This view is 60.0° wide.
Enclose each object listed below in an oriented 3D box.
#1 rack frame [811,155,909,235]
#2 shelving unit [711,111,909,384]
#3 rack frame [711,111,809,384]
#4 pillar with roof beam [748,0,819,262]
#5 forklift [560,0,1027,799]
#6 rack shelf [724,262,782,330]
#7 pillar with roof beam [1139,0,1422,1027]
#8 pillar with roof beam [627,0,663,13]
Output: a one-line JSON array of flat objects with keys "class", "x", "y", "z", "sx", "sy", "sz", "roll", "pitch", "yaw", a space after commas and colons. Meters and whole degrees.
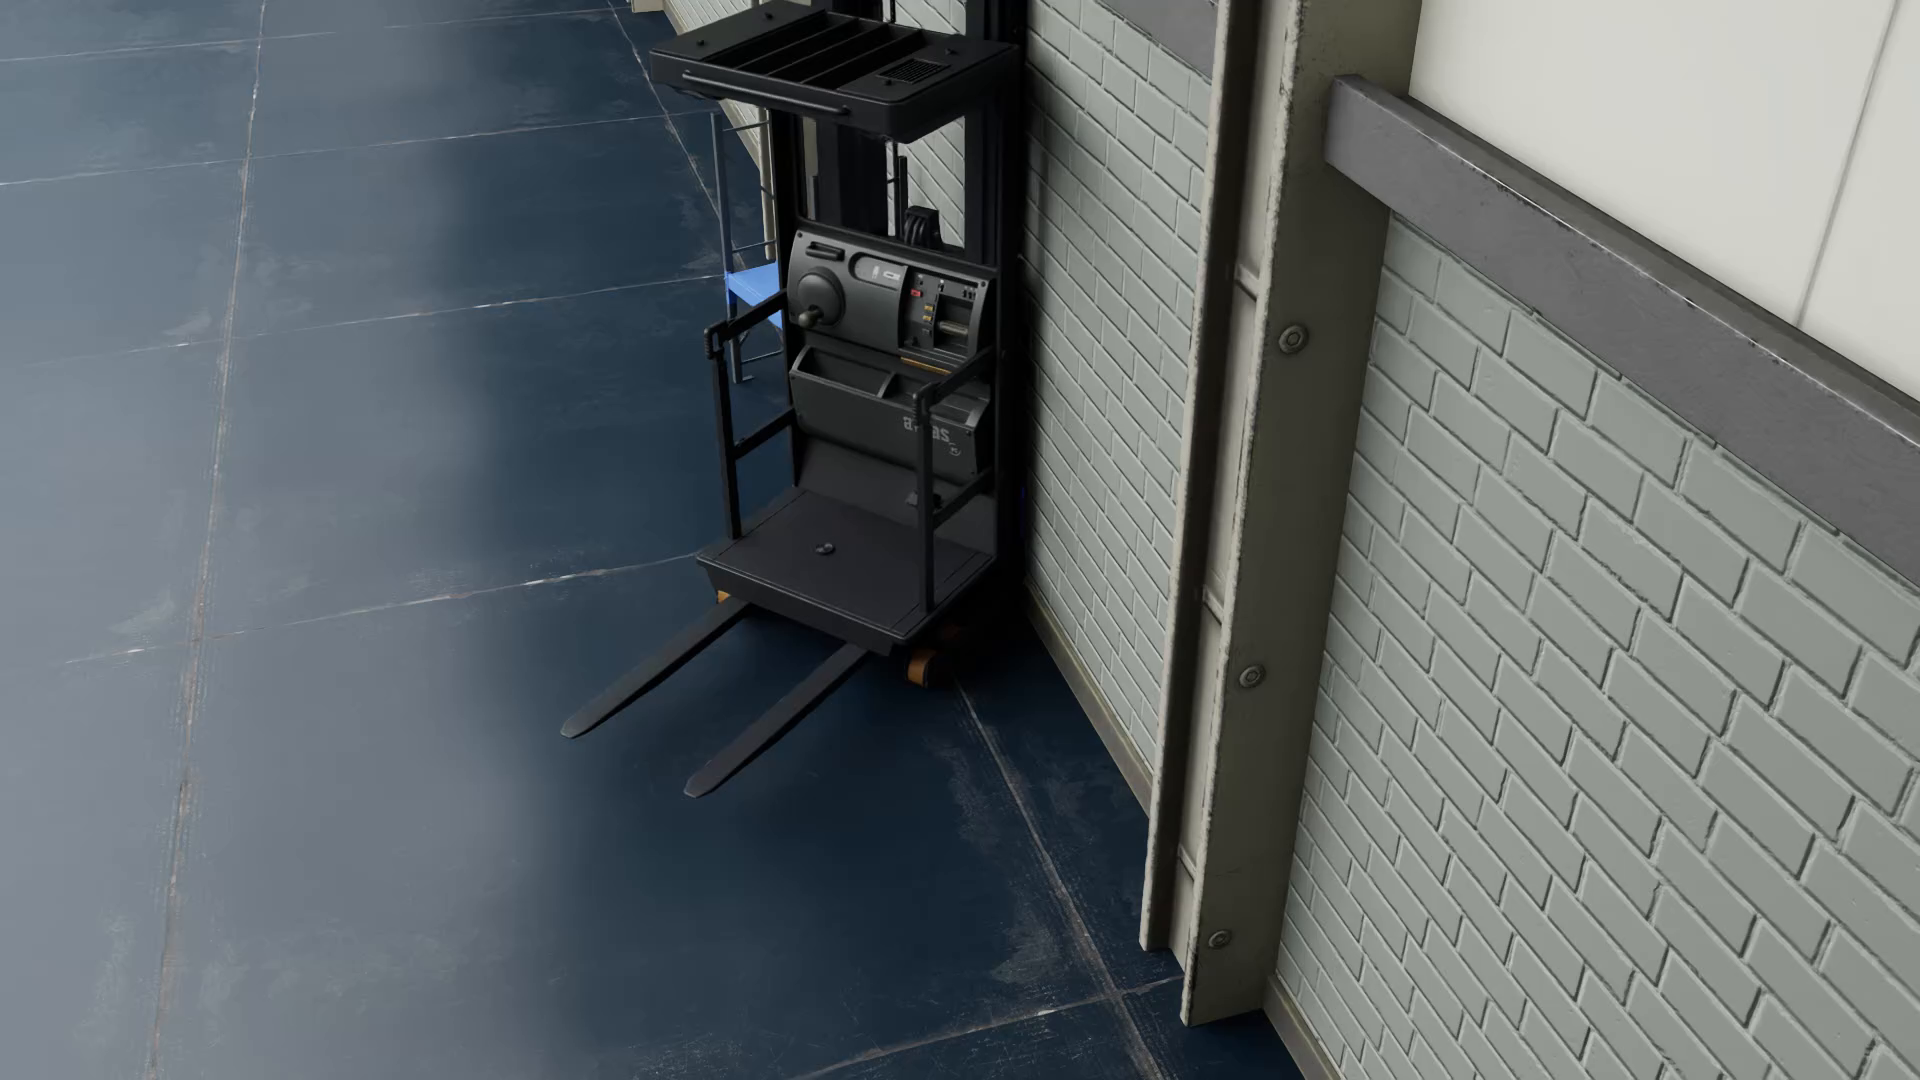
[{"class": "rack frame", "x": -0.459, "y": -1.088, "z": 8.036, "sx": 0.500, "sy": 1.500, "sz": 0.032, "roll": -20, "pitch": 38, "yaw": -27}, {"class": "shelving unit", "x": -0.738, "y": -1.322, "z": 8.390, "sx": 0.538, "sy": 1.500, "sz": 1.048, "roll": -20, "pitch": 38, "yaw": -27}, {"class": "rack frame", "x": -1.017, "y": -1.556, "z": 8.745, "sx": 0.500, "sy": 1.500, "sz": 0.032, "roll": -20, "pitch": 38, "yaw": -27}, {"class": "pillar with roof beam", "x": -5.113, "y": -4.737, "z": 6.756, "sx": 9.100, "sy": 9.000, "sz": 0.400, "roll": -10, "pitch": 35, "yaw": -15}, {"class": "forklift", "x": -0.408, "y": -0.915, "z": 6.476, "sx": 1.130, "sy": 2.935, "sz": 3.031, "roll": 19, "pitch": 38, "yaw": 27}, {"class": "rack shelf", "x": -0.738, "y": -1.172, "z": 8.490, "sx": 0.538, "sy": 0.185, "sz": 1.000, "roll": -20, "pitch": 38, "yaw": -27}, {"class": "pillar with roof beam", "x": -3.283, "y": -1.587, "z": 1.988, "sx": 9.100, "sy": 9.000, "sz": 0.400, "roll": -10, "pitch": 35, "yaw": -15}, {"class": "pillar with roof beam", "x": -6.943, "y": -7.887, "z": 11.523, "sx": 9.100, "sy": 9.000, "sz": 0.400, "roll": -10, "pitch": 35, "yaw": -15}]
